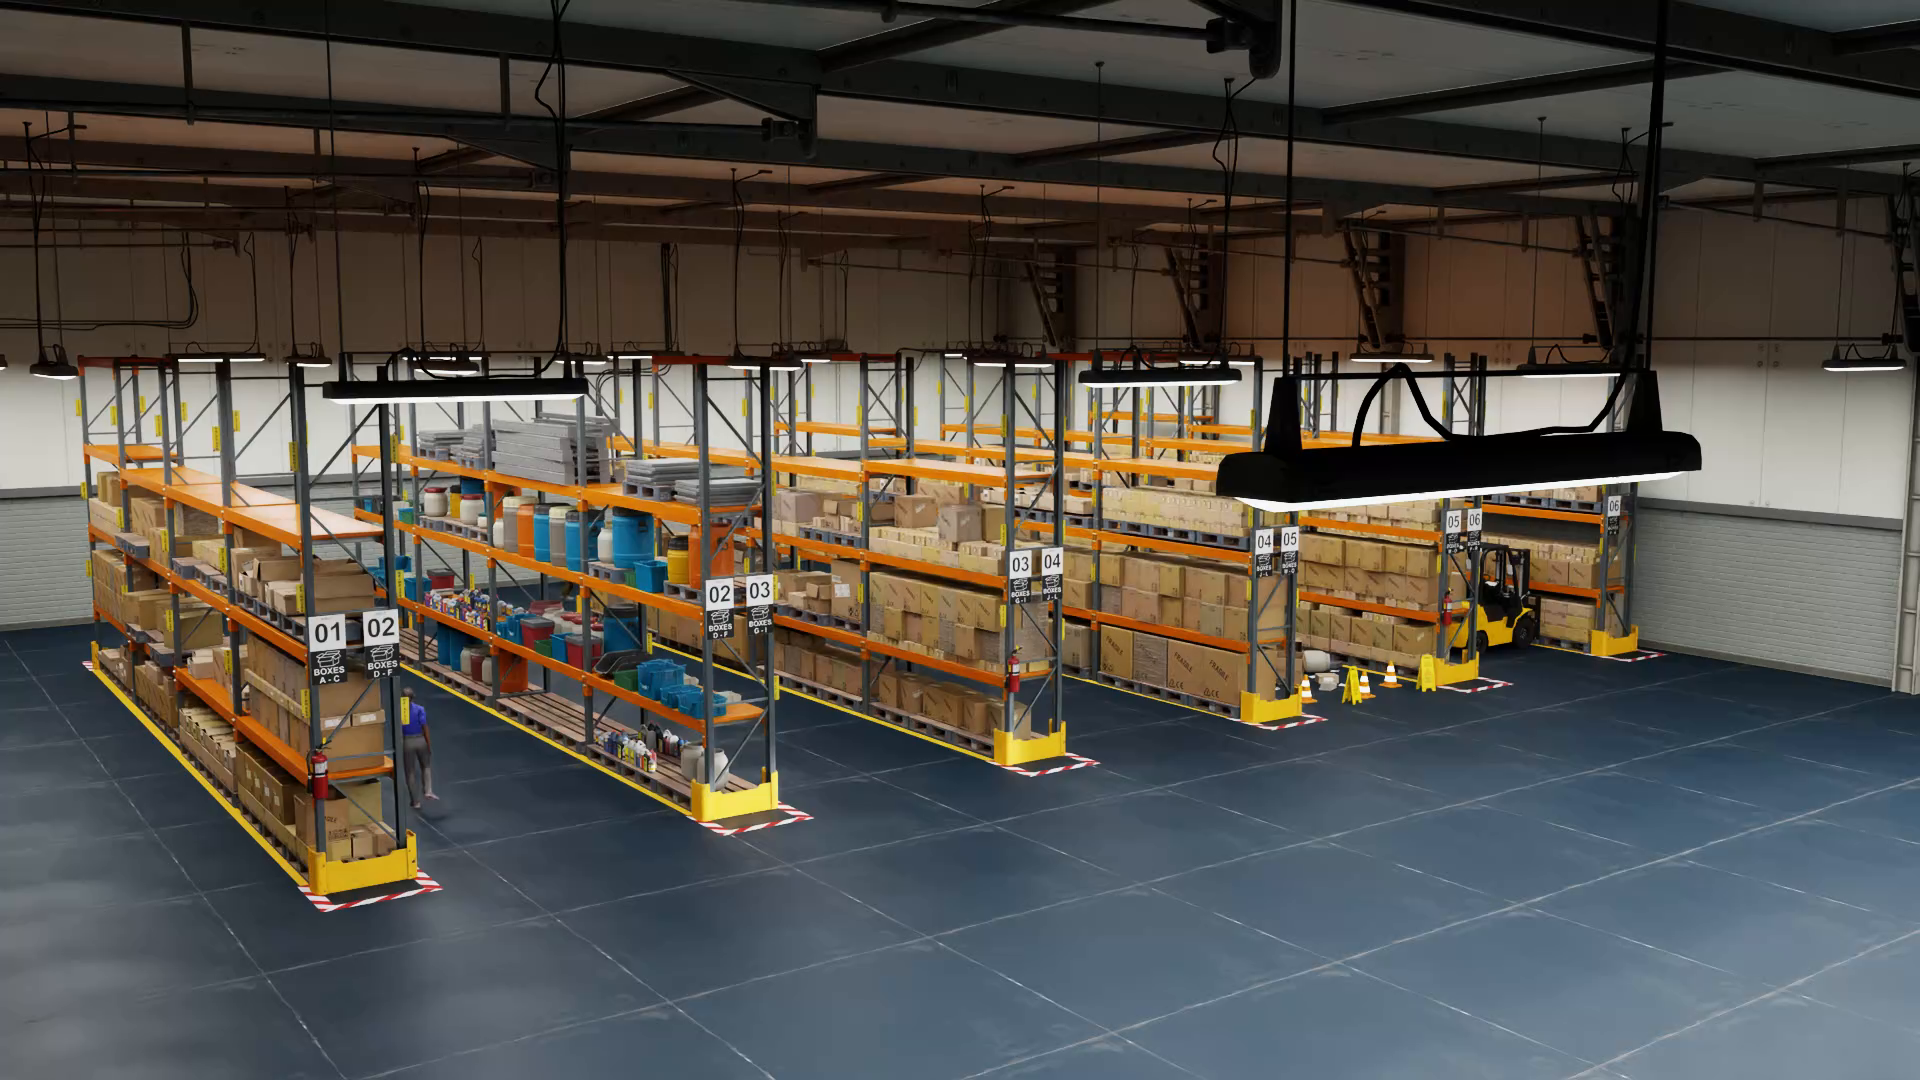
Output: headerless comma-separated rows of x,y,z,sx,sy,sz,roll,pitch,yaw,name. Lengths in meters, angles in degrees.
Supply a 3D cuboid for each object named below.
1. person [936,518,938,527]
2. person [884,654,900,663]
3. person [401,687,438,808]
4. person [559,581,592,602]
-0.432,-0.104,46.106,0.485,1.659,0.574,6,9,40,person
-1.260,1.644,32.242,0.640,1.580,0.752,-3,8,-24,person
-7.335,2.798,22.396,0.517,1.637,0.486,-4,8,-28,person
-9.098,0.628,39.746,1.175,1.705,0.572,2,7,14,person
